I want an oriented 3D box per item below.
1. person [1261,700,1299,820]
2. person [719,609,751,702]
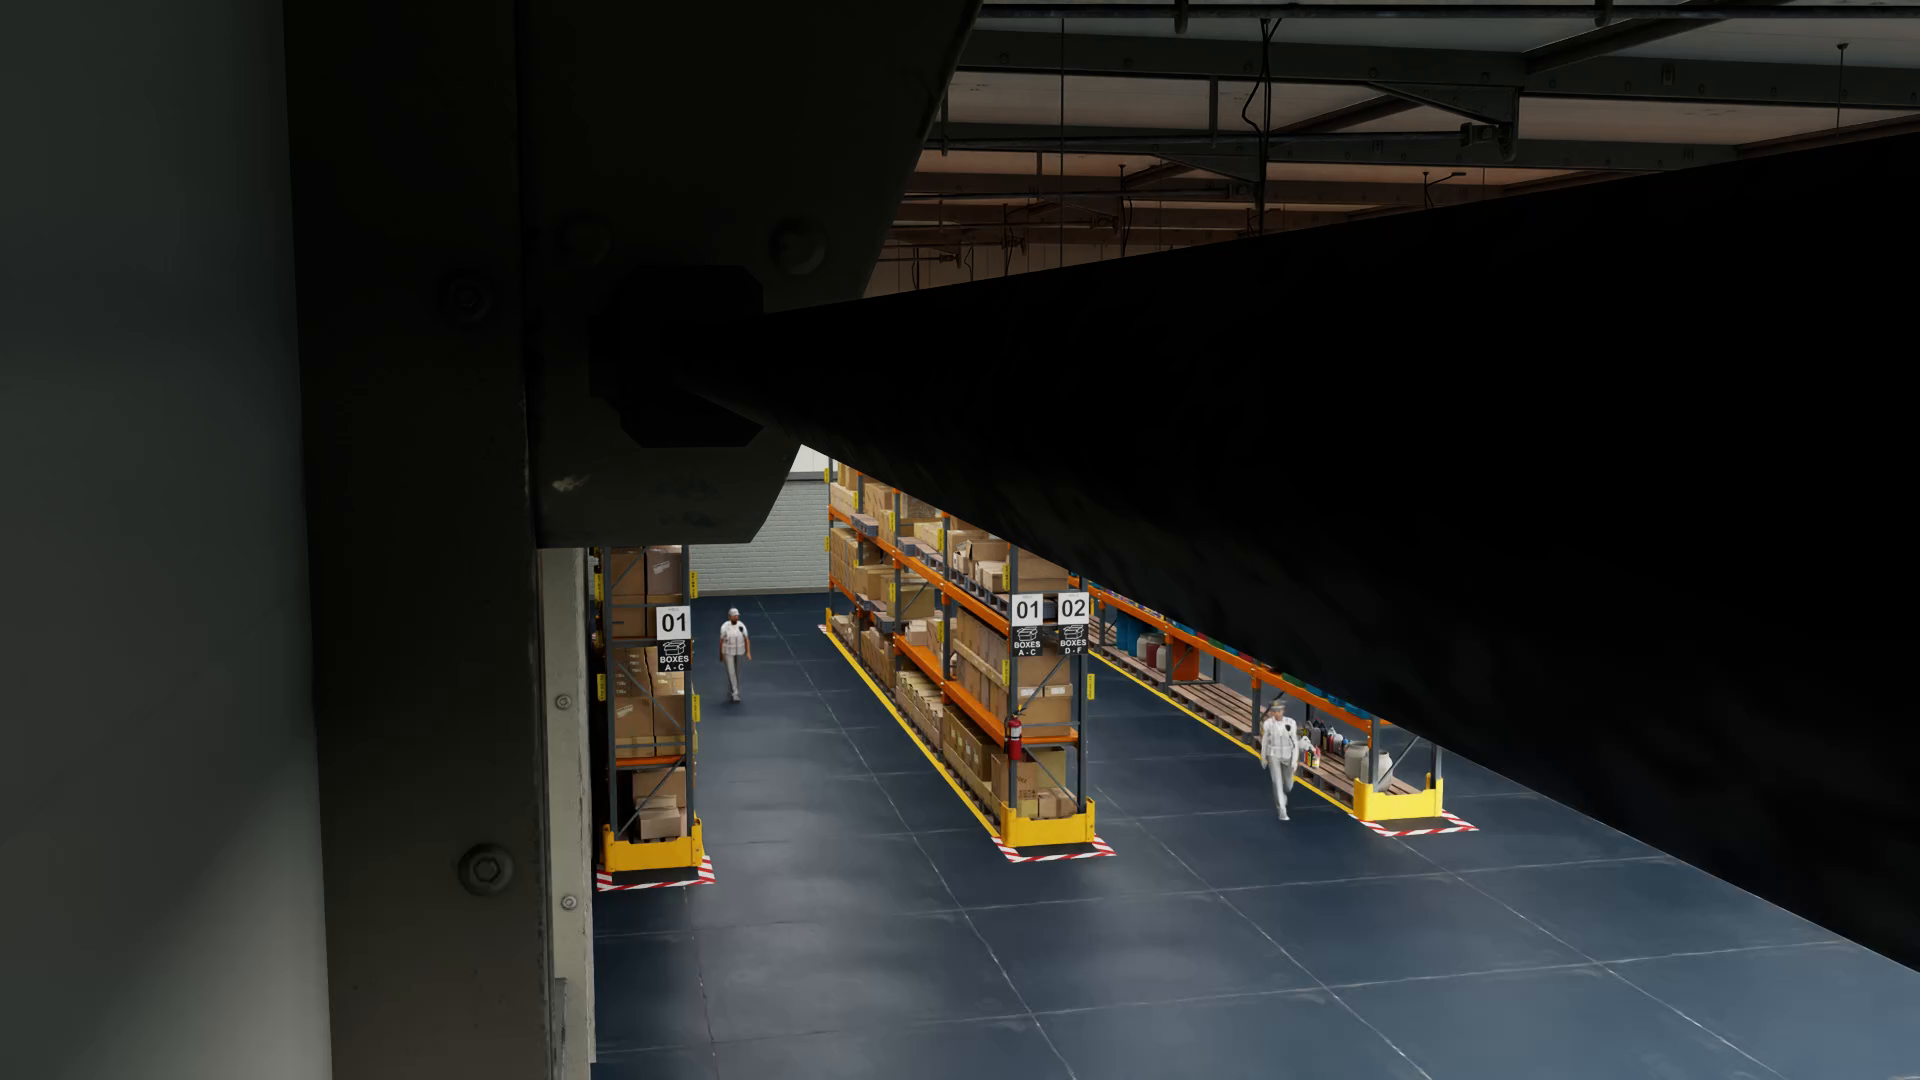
[{"bbox_3d":[4.302,2.903,22.373,0.435,1.539,1.000,0,7,1],"label":"person"},{"bbox_3d":[-4.000,2.015,29.613,0.498,1.588,1.069,-3,8,-27],"label":"person"}]
